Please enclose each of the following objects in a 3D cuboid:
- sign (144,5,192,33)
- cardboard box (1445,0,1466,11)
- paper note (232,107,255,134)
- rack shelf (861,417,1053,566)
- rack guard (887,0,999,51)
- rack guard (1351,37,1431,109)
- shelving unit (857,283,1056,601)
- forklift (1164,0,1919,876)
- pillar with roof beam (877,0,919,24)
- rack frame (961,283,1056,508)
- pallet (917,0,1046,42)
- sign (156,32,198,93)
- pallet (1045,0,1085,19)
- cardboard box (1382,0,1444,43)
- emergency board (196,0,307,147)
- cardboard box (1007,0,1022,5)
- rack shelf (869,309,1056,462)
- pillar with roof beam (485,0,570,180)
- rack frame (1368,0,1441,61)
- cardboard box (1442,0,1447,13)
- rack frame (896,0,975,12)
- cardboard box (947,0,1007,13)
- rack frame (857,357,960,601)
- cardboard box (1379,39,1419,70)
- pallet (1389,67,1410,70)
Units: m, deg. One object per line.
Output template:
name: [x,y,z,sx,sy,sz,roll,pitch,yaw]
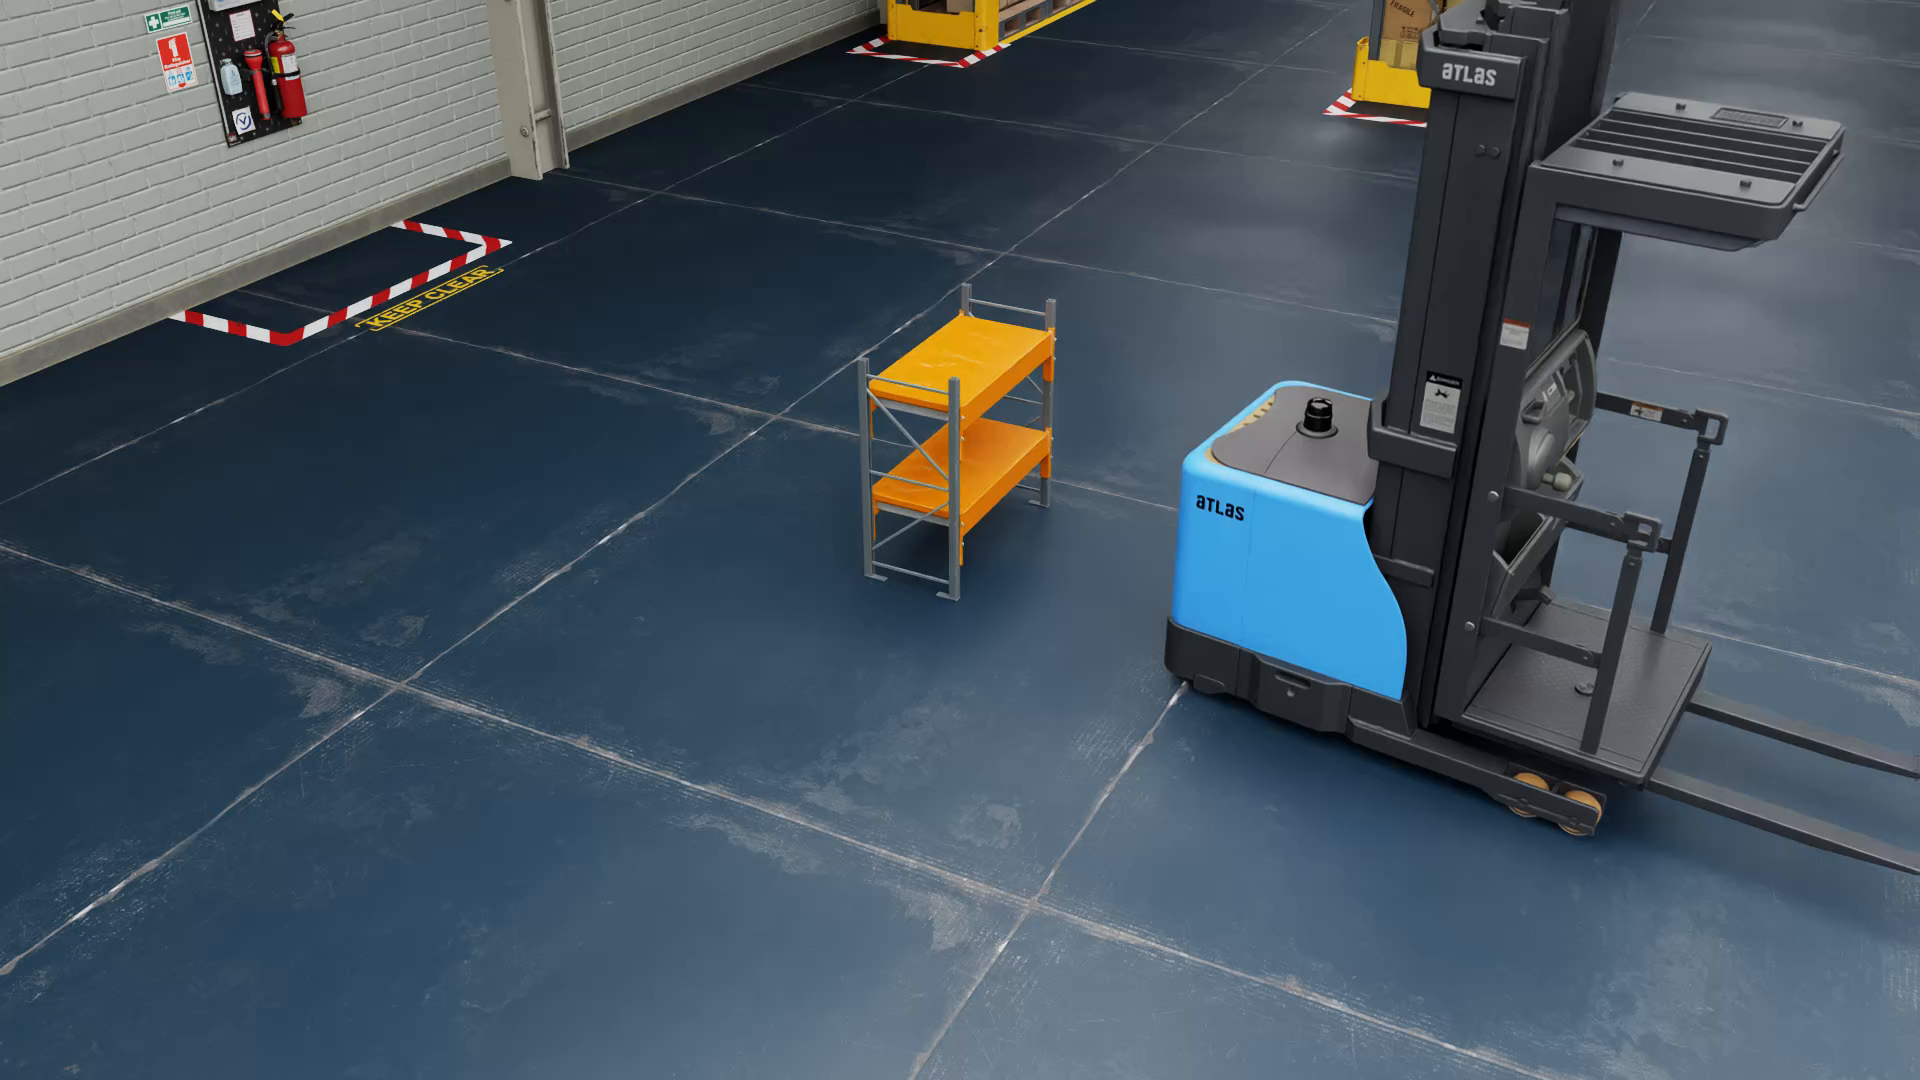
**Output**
sign: [-4.894,-3.223,10.283,0.001,0.109,0.331,14,33,23]
cardboard box: [4.864,-5.042,15.604,0.500,0.500,0.500,14,33,23]
paper note: [-4.702,-2.755,10.920,0.016,0.148,0.142,14,33,23]
rack shelf: [0.003,-0.279,8.097,0.538,0.278,1.000,14,33,23]
rack guard: [-0.181,-5.390,17.133,1.175,0.500,0.348,14,33,23]
rack guard: [4.185,-4.223,15.102,1.175,0.500,0.348,14,33,23]
shelving unit: [0.003,-0.491,7.975,0.538,1.125,1.048,14,33,23]
forklift: [2.388,-0.454,6.097,3.031,2.935,1.130,19,35,29]
pillar with roof beam: [3.165,-8.571,14.140,9.100,9.000,0.400,14,33,23]
rack frame: [0.235,-0.716,8.368,0.500,1.125,0.032,14,33,23]
pallet: [0.220,-5.616,17.818,1.003,0.211,1.213,14,33,23]
sign: [-4.904,-2.993,10.415,0.001,0.329,0.234,14,33,23]
pallet: [0.777,-6.155,18.757,1.003,0.211,1.213,14,33,23]
cardboard box: [4.175,-4.938,15.423,0.500,0.500,0.500,14,33,23]
emergency board: [-4.560,-3.200,10.810,0.194,1.169,0.643,14,33,23]
cardboard box: [0.439,-6.004,17.951,0.500,0.311,0.500,17,34,27]
rack shelf: [0.003,-0.745,7.829,0.538,0.278,1.000,14,33,23]
pillar with roof beam: [0.432,-5.911,9.508,9.100,9.000,0.400,14,33,23]
rack frame: [4.195,-5.318,14.498,1.000,3.000,0.127,14,33,23]
cardboard box: [4.617,-5.385,16.201,0.500,0.500,0.500,14,33,23]
rack frame: [-0.216,-6.440,16.452,1.000,3.000,0.127,14,33,23]
cardboard box: [0.179,-5.751,17.511,0.500,0.311,0.500,11,32,18]
rack frame: [-0.228,-0.265,7.583,0.500,1.125,0.032,14,33,23]
cardboard box: [4.177,-4.612,15.609,0.500,0.250,0.500,14,33,23]
pallet: [4.507,-4.457,15.799,1.003,0.211,1.213,14,33,23]
